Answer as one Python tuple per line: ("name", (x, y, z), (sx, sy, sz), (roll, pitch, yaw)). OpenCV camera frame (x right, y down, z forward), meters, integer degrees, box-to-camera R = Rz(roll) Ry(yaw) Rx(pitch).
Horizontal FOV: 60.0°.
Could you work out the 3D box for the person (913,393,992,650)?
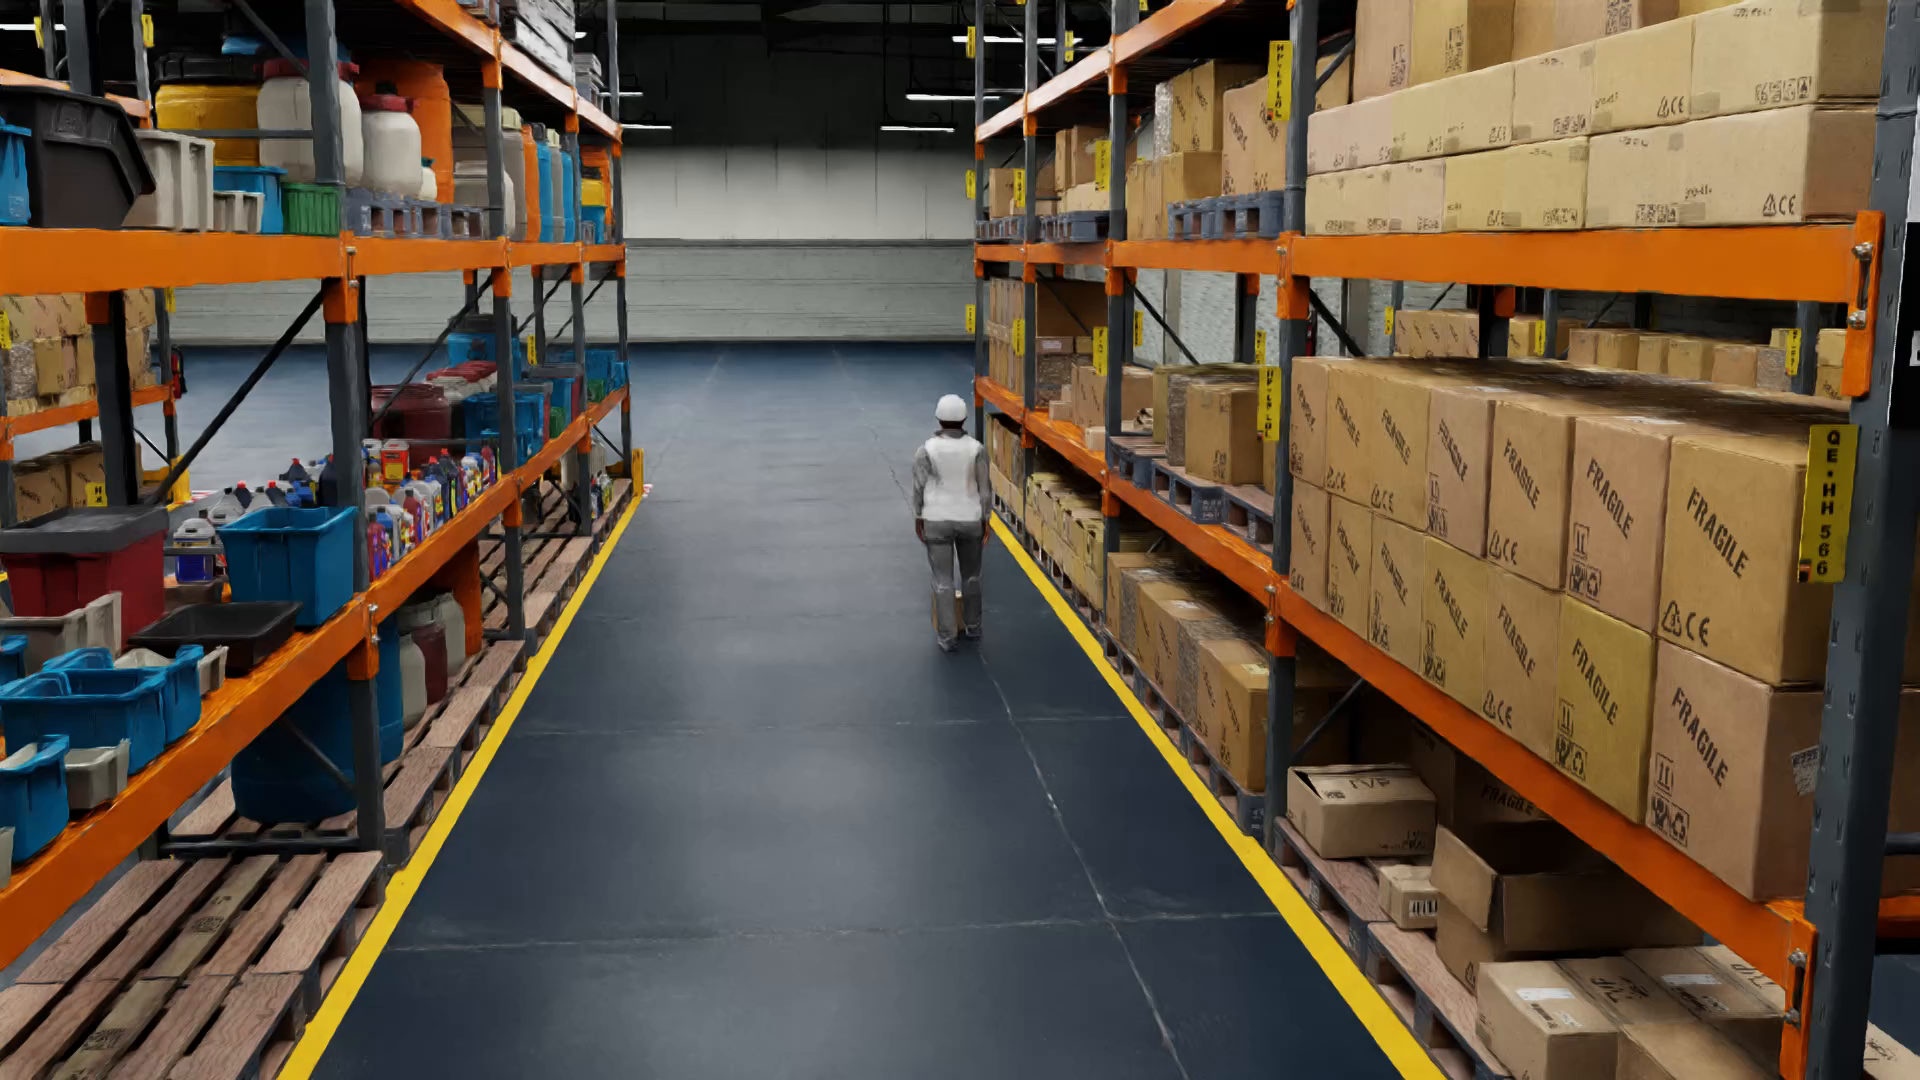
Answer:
("person", (-0.069, -0.152, 11.658), (0.540, 1.765, 0.608), (-2, 10, -10))
